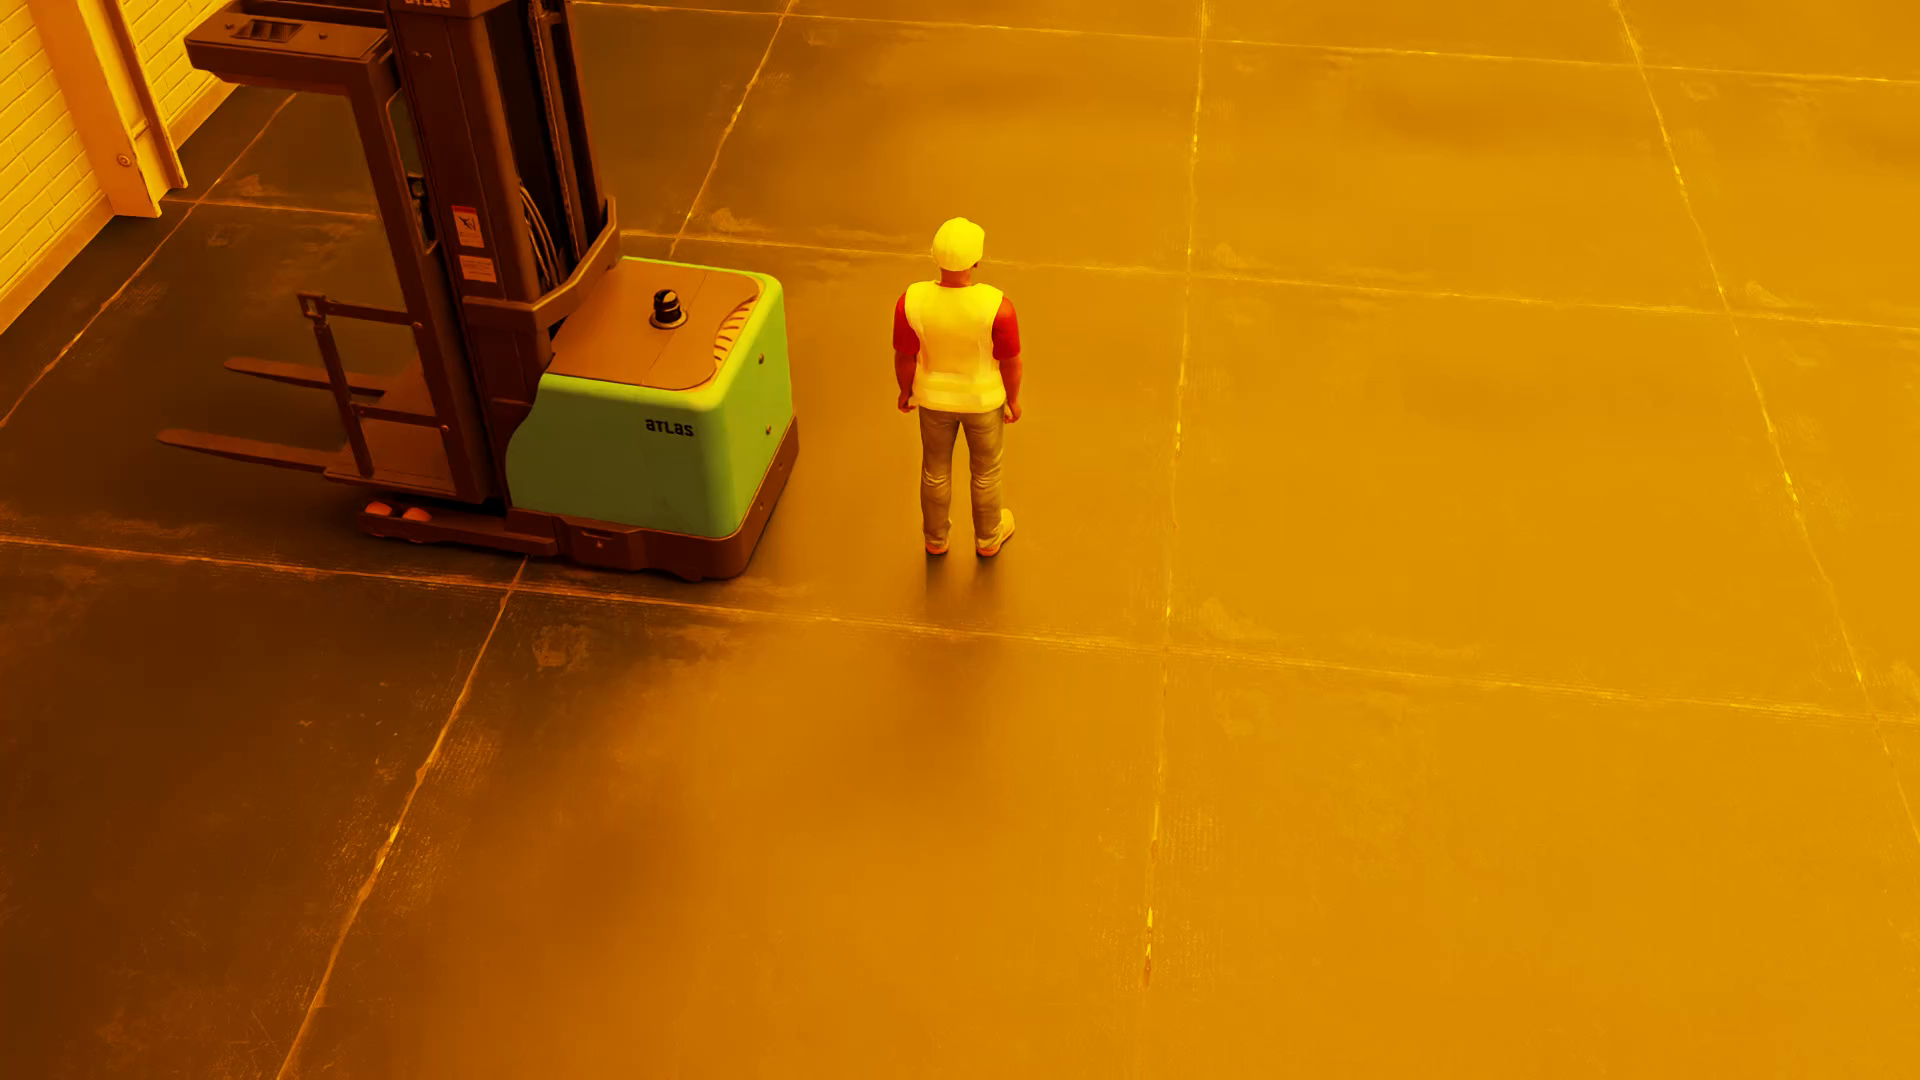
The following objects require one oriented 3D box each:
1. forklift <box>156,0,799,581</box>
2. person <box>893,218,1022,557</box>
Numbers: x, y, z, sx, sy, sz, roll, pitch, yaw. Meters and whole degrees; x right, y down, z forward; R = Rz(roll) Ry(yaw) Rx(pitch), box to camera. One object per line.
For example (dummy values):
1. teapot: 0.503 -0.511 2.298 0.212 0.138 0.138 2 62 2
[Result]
1. forklift: -2.372 -1.406 7.255 3.031 2.935 1.130 9 43 9
2. person: -0.003 -0.649 7.293 0.556 1.770 0.395 5 43 6
